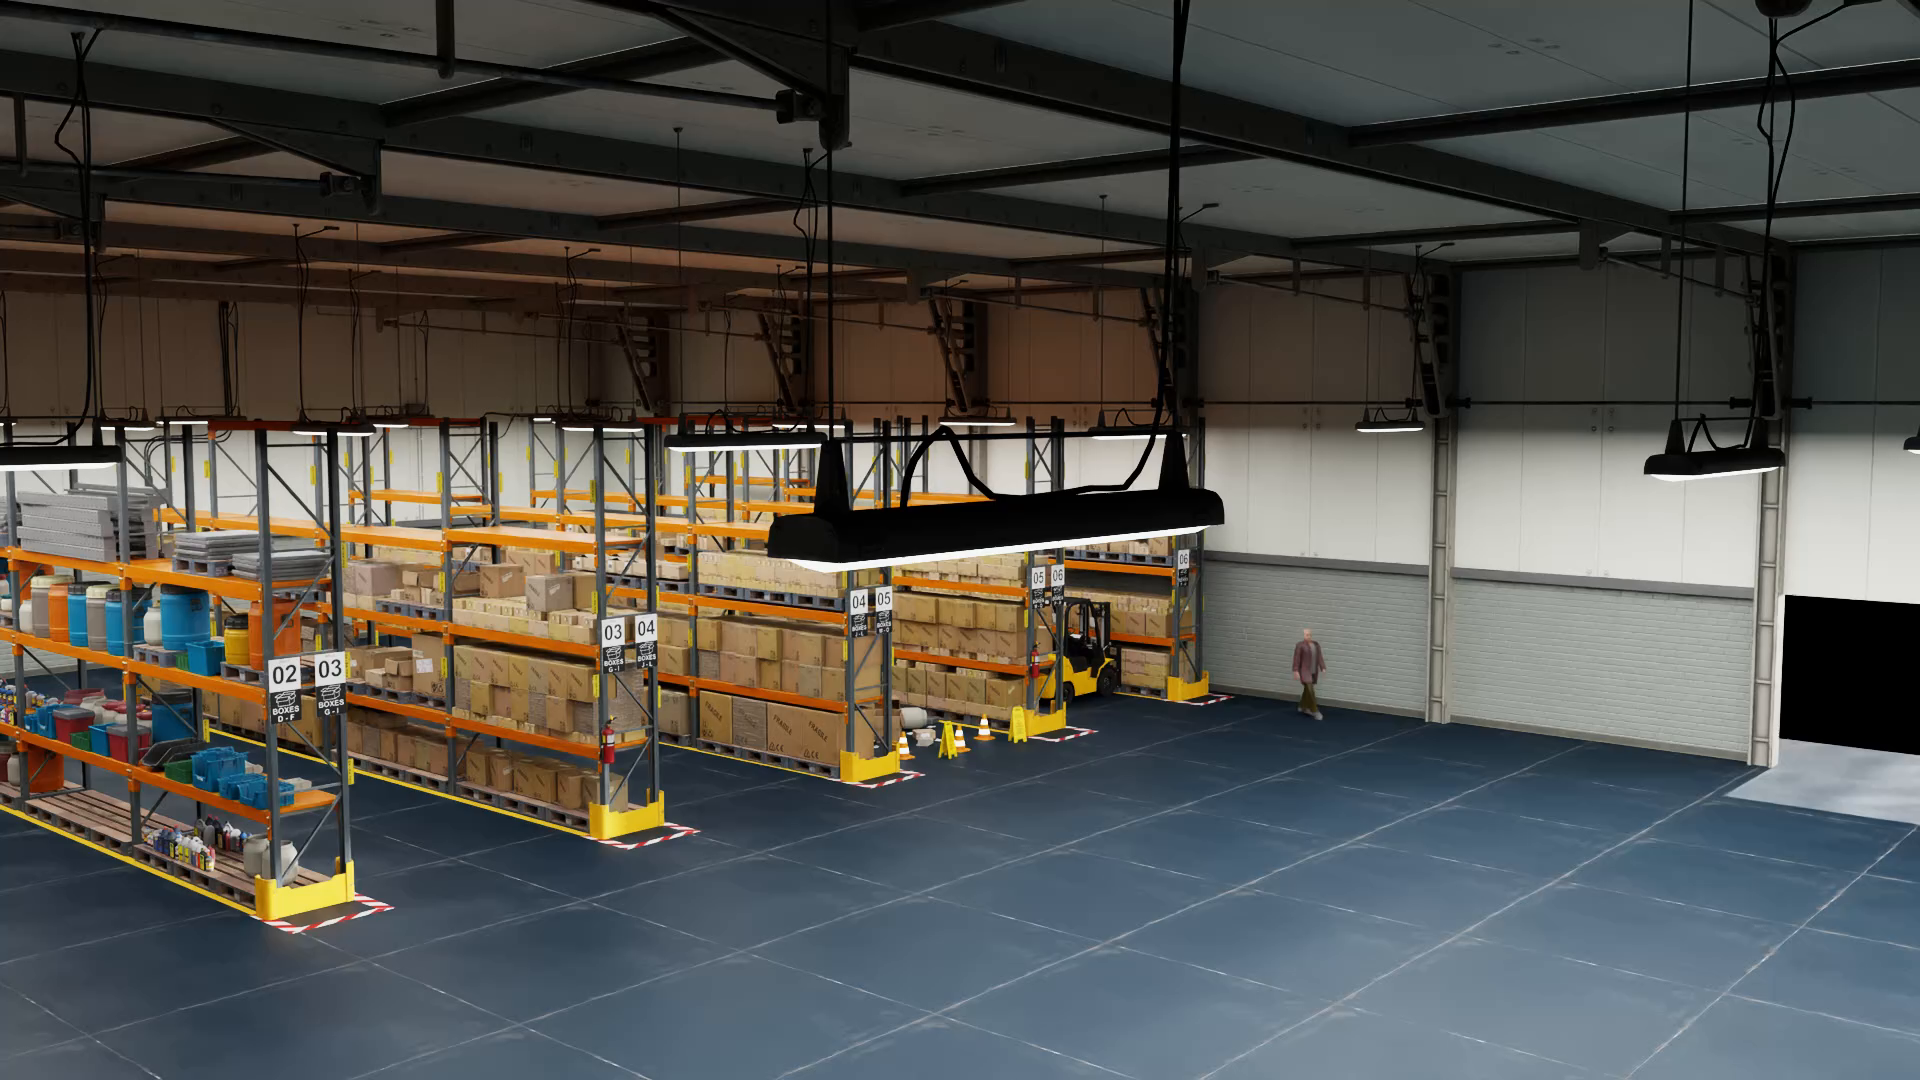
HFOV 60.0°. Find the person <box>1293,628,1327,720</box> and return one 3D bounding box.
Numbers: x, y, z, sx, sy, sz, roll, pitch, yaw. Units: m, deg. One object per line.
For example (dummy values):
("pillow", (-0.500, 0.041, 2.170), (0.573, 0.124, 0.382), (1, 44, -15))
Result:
("person", (7.073, 2.673, 33.423), (0.605, 1.779, 0.890), (-2, 5, -27))

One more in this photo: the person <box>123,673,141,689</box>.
("person", (-18.045, 2.450, 36.255), (0.566, 1.728, 0.429), (4, 6, 42))
